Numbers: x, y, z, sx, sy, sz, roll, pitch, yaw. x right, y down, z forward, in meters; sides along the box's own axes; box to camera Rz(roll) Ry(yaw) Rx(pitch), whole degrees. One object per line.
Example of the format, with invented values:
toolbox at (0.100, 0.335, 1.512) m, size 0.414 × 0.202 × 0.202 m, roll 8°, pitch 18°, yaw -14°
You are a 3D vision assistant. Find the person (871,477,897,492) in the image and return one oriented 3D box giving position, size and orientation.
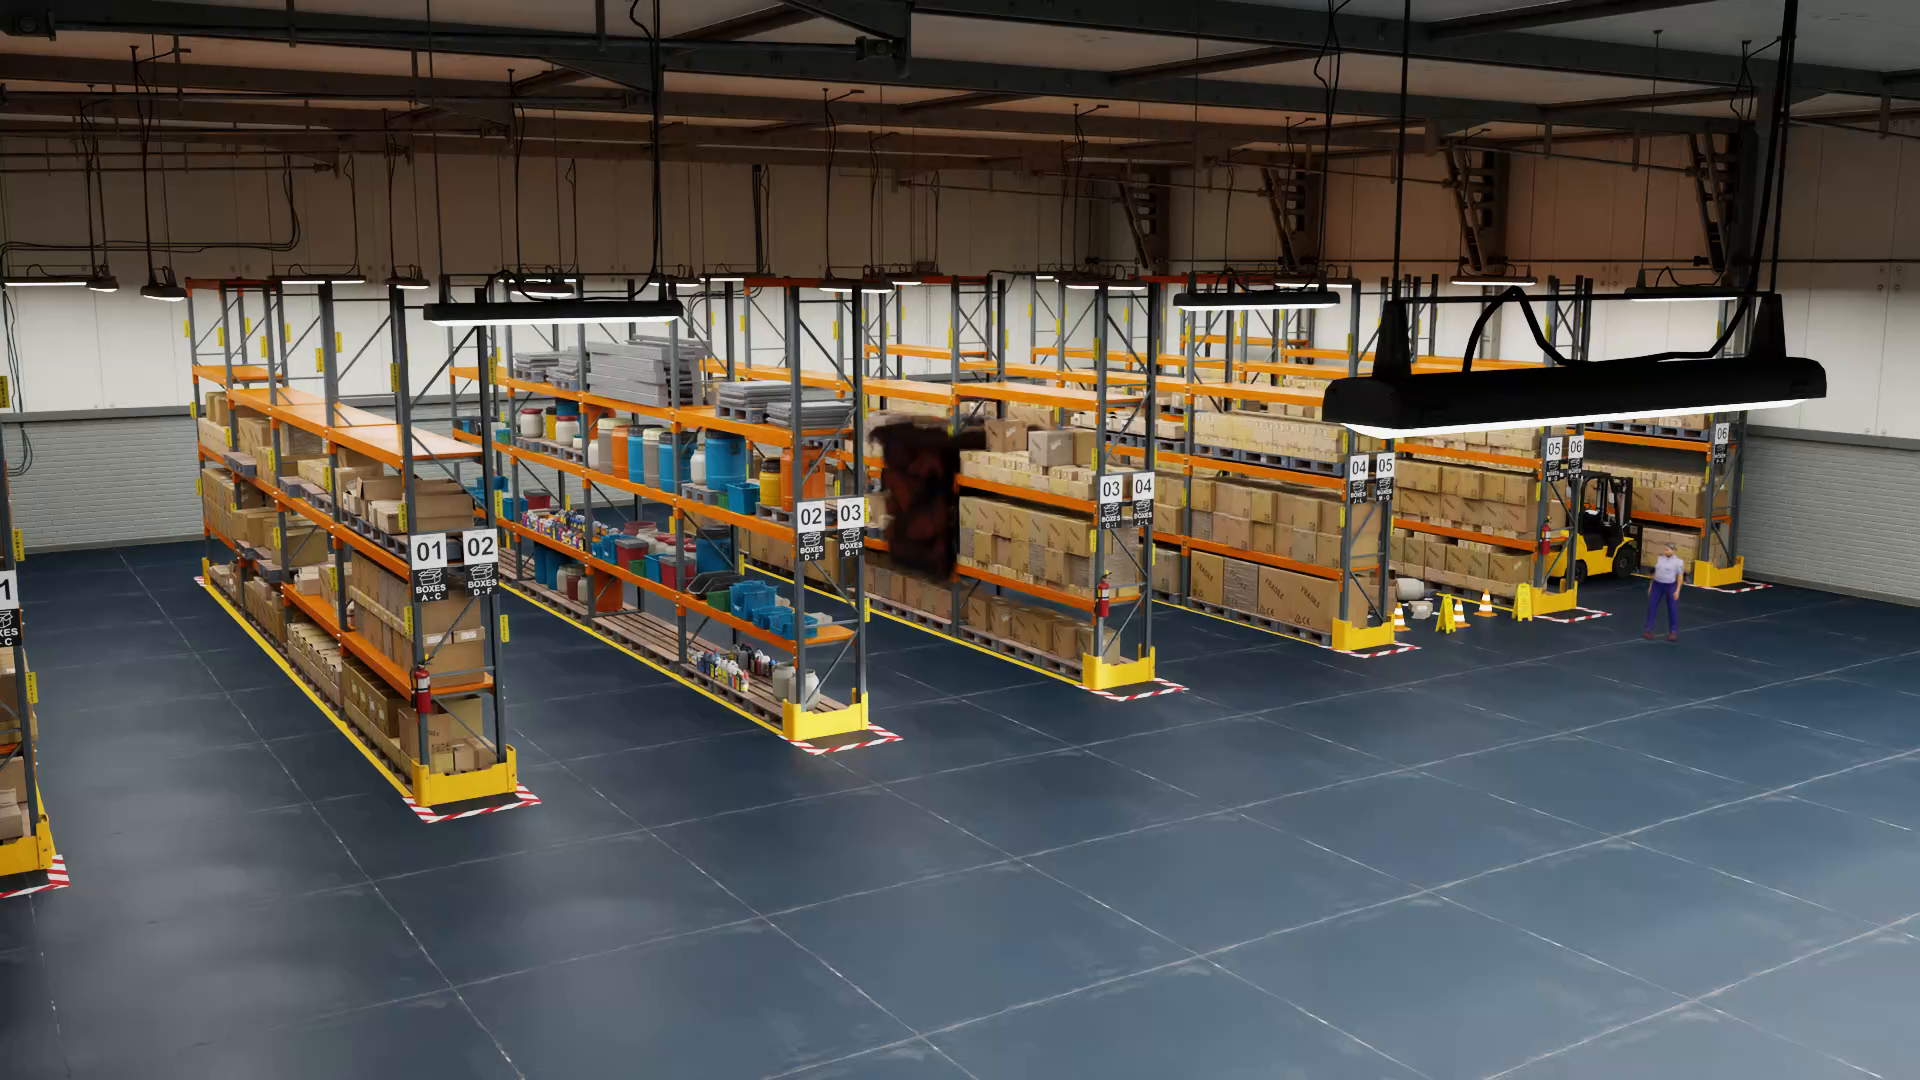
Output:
person at (-2.093, -2.195, 45.783) m, size 0.584 × 1.729 × 0.922 m, roll 8°, pitch 13°, yaw 40°

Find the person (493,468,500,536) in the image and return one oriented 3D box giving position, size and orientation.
person at (-10.696, -0.861, 38.224) m, size 0.415 × 1.603 × 0.441 m, roll 0°, pitch 10°, yaw -1°

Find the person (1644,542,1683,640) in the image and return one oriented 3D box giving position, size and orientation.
person at (11.863, 0.846, 28.006) m, size 0.542 × 1.646 × 0.463 m, roll 5°, pitch 11°, yaw 29°
